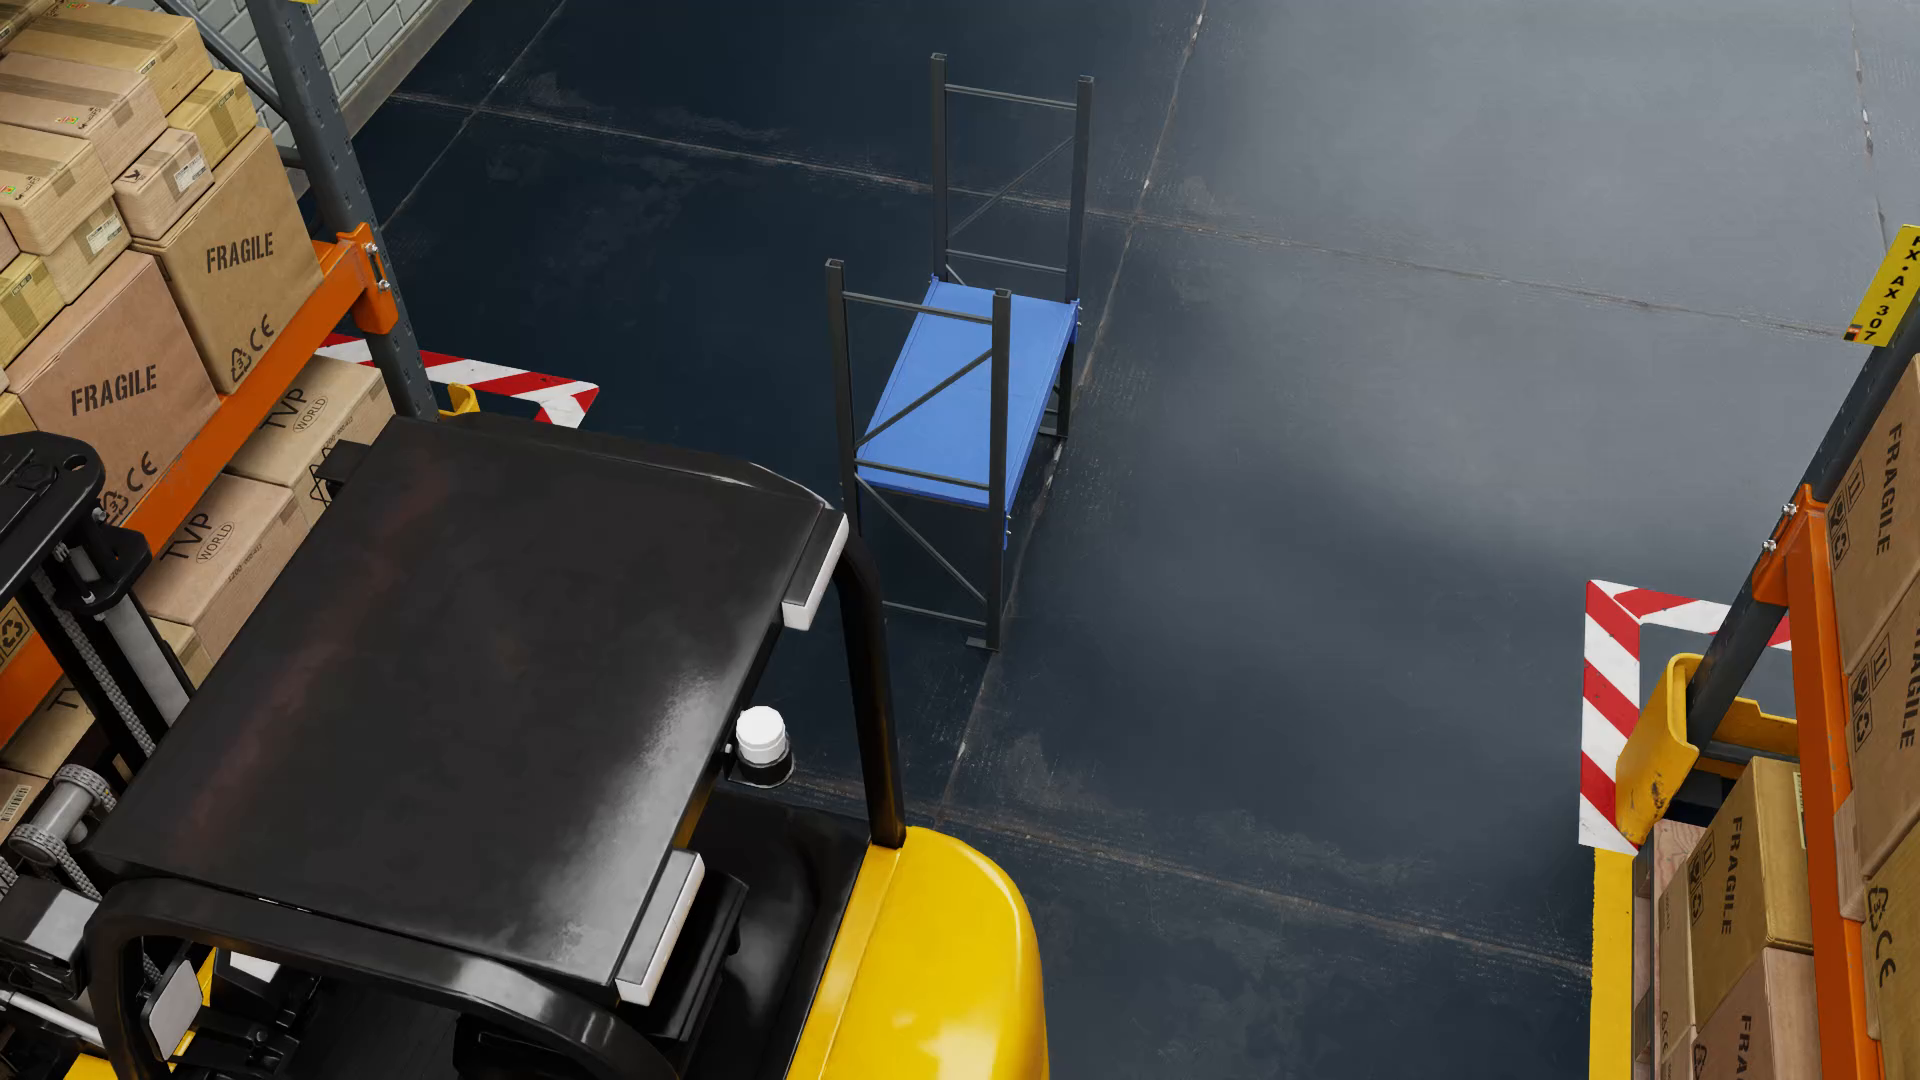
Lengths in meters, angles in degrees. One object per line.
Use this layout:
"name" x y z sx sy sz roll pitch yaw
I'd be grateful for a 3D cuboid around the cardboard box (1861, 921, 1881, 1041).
"cardboard box" 1.948 0.855 3.162 0.380 0.149 0.250 13 50 11

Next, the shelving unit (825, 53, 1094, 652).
"shelving unit" 0.022 -0.558 5.242 0.538 1.500 1.048 12 50 10

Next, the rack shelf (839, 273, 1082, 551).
"rack shelf" 0.022 -0.439 5.377 0.538 0.185 1.000 12 50 10

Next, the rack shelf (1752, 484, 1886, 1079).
"rack shelf" 2.058 1.522 2.886 1.077 0.370 4.000 12 50 10

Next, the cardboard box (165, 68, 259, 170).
"cardboard box" -2.026 -1.081 4.204 0.380 0.149 0.250 12 50 11

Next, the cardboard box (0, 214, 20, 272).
"cardboard box" -2.311 -0.640 3.617 0.380 0.149 0.250 12 50 10

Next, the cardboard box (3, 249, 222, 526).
"cardboard box" -2.227 -0.391 4.028 0.500 0.500 0.500 13 50 11

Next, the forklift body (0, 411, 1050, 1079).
"forklift body" -0.944 0.873 3.545 2.313 2.155 1.214 12 50 10

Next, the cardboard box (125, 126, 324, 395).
"cardboard box" -2.081 -0.764 4.357 0.500 0.500 0.500 11 49 9

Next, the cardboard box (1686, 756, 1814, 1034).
"cardboard box" 2.100 0.907 4.003 0.500 0.500 0.500 10 49 9

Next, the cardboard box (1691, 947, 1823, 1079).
"cardboard box" 1.967 1.286 3.668 0.500 0.500 0.500 10 49 9

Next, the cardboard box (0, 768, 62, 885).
"cardboard box" -2.418 0.798 3.932 0.500 0.250 0.500 11 49 9

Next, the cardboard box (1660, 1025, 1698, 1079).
"cardboard box" 1.964 1.505 3.975 0.500 0.250 0.500 13 50 11

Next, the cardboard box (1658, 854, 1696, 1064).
"cardboard box" 2.106 1.137 4.299 0.500 0.250 0.500 11 50 10

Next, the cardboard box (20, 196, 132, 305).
"cardboard box" -2.192 -0.714 3.881 0.380 0.149 0.250 12 50 11

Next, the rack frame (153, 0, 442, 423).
"rack frame" -2.205 -1.139 4.755 1.000 3.000 0.127 12 50 10

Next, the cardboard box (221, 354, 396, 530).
"cardboard box" -2.025 -0.304 4.905 0.500 0.250 0.500 13 50 11

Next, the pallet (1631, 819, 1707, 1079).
"pallet" 2.317 1.396 4.377 1.003 0.211 1.213 12 50 10

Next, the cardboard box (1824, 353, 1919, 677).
"cardboard box" 2.193 -0.006 3.490 0.500 0.500 0.500 11 49 9

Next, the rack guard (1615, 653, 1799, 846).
"rack guard" 2.565 0.720 4.781 1.175 0.500 0.348 12 50 10

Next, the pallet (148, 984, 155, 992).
"pallet" -2.689 1.225 4.528 1.003 0.211 1.213 12 50 10

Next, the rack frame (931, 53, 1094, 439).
"rack frame" 0.156 -0.926 5.567 0.500 1.500 0.032 12 50 10

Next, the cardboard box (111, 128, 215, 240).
"cardboard box" -2.064 -0.890 4.036 0.380 0.149 0.250 12 50 11

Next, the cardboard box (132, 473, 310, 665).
"cardboard box" -2.154 0.066 4.578 0.500 0.250 0.500 12 50 11

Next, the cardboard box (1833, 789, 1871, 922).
"cardboard box" 1.984 0.661 3.333 0.380 0.149 0.250 12 50 11

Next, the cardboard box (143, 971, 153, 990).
"cardboard box" -2.419 1.132 4.304 0.500 0.250 0.500 13 50 11

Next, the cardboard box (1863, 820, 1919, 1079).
"cardboard box" 1.926 0.738 2.833 0.500 0.500 0.500 11 49 9

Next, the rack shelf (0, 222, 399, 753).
"rack shelf" -2.731 0.546 3.748 1.077 0.370 4.000 12 50 10

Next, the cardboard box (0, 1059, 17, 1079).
"cardboard box" -2.558 1.345 3.783 0.500 0.250 0.500 11 50 10

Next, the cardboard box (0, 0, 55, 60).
"cardboard box" -2.499 -1.285 4.185 0.380 0.149 0.250 11 49 9

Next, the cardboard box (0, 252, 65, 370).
"cardboard box" -2.268 -0.537 3.724 0.380 0.149 0.250 11 50 10

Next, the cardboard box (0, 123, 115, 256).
"cardboard box" -2.174 -0.805 3.763 0.380 0.149 0.250 13 50 11

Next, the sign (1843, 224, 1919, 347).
"sign" 2.061 -0.556 3.662 0.100 0.325 0.005 12 50 10

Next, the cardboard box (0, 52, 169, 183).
"cardboard box" -2.131 -1.000 3.934 0.380 0.149 0.250 12 50 10

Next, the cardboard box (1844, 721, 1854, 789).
"cardboard box" 2.095 0.487 3.487 0.380 0.149 0.250 10 49 9

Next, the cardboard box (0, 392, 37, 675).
"cardboard box" -2.361 -0.020 3.701 0.500 0.500 0.500 11 49 9

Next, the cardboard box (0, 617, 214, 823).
"cardboard box" -2.277 0.433 4.254 0.500 0.250 0.500 12 50 11

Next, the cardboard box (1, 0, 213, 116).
"cardboard box" -2.096 -1.185 4.097 0.380 0.149 0.250 12 50 10

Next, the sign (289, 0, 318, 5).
"sign" -1.685 -1.484 4.128 0.100 0.325 0.005 12 50 10

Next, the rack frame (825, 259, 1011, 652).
"rack frame" -0.111 -0.190 4.918 0.500 1.500 0.032 12 50 10

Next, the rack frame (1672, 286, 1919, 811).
"rack frame" 2.585 -0.162 3.893 1.000 3.000 0.127 12 50 10

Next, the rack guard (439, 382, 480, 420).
"rack guard" -2.199 -0.329 5.707 1.175 0.500 0.348 12 50 10

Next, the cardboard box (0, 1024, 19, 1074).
"cardboard box" -2.425 0.979 4.105 0.500 0.250 0.500 11 50 10

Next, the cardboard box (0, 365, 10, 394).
"cardboard box" -2.293 -0.335 3.546 0.380 0.149 0.250 10 49 9

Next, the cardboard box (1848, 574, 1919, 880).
"cardboard box" 2.059 0.369 3.158 0.500 0.500 0.500 13 50 11
